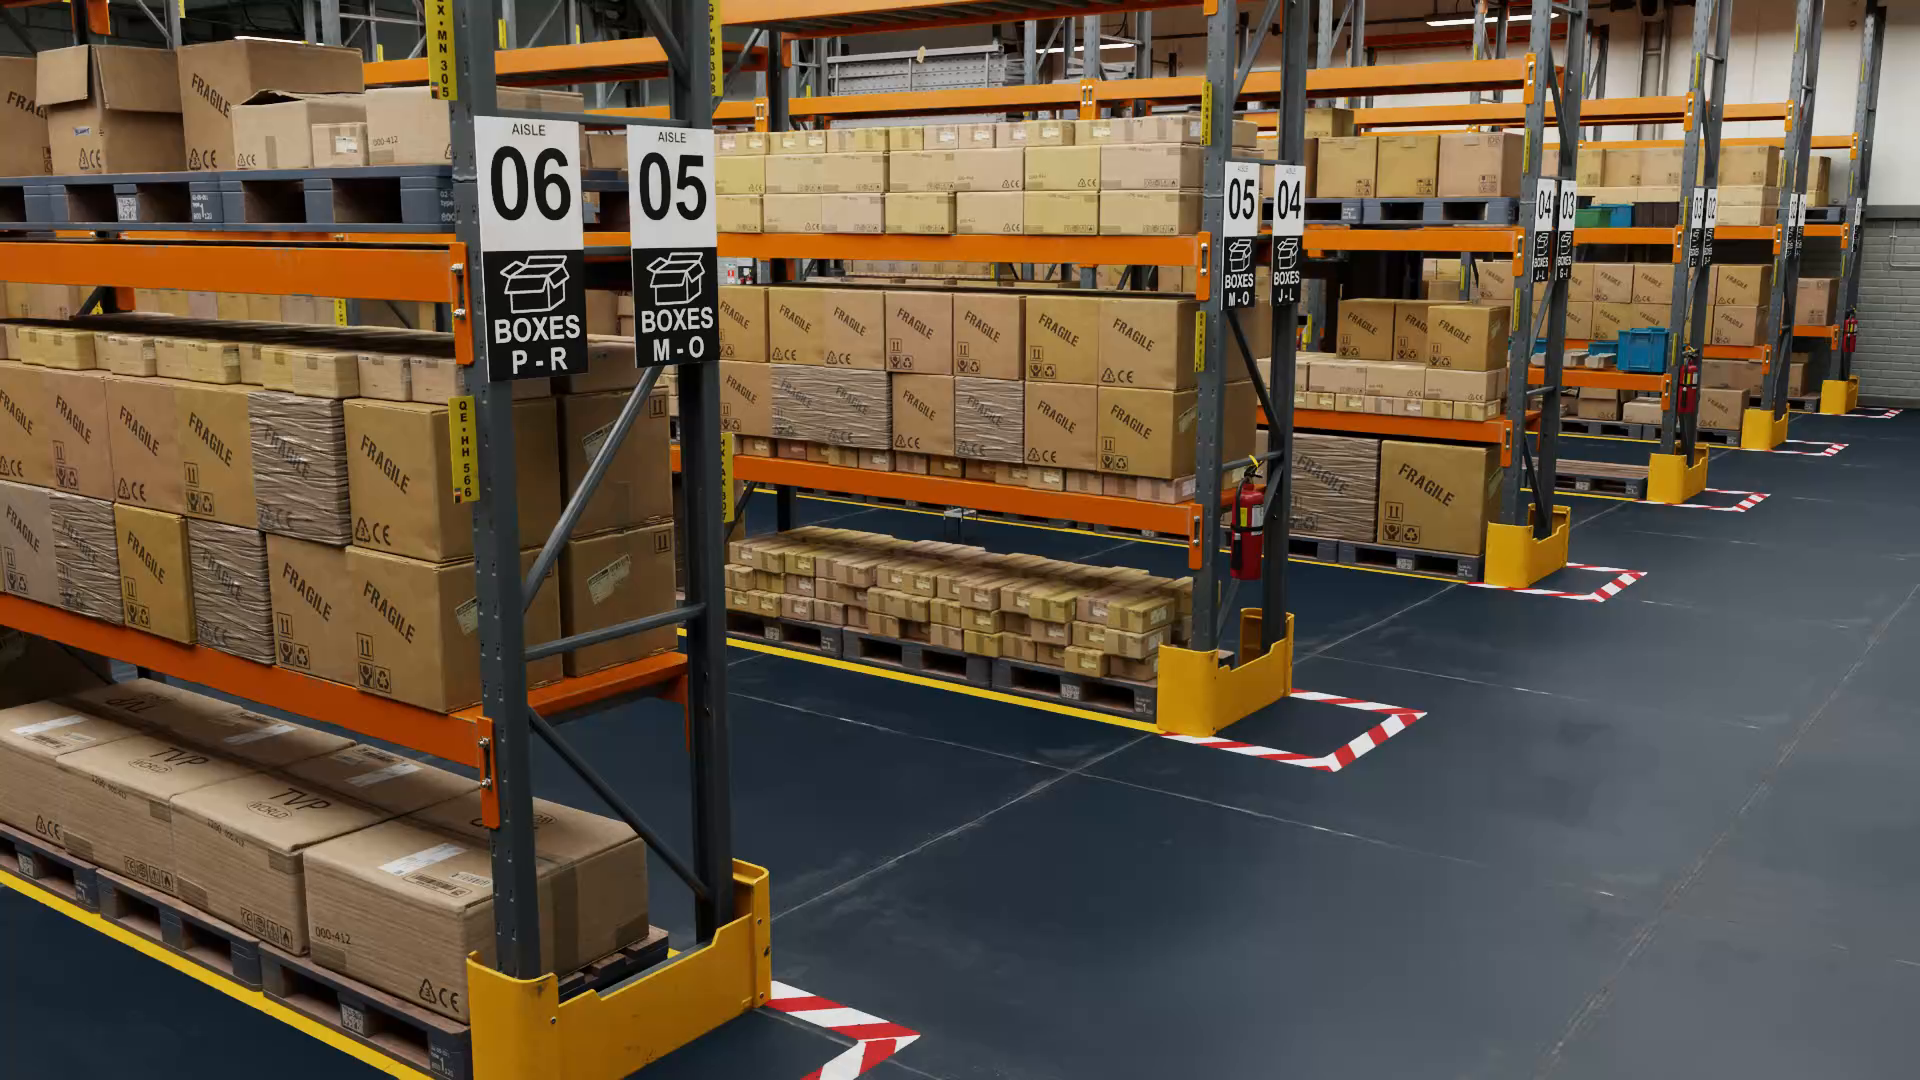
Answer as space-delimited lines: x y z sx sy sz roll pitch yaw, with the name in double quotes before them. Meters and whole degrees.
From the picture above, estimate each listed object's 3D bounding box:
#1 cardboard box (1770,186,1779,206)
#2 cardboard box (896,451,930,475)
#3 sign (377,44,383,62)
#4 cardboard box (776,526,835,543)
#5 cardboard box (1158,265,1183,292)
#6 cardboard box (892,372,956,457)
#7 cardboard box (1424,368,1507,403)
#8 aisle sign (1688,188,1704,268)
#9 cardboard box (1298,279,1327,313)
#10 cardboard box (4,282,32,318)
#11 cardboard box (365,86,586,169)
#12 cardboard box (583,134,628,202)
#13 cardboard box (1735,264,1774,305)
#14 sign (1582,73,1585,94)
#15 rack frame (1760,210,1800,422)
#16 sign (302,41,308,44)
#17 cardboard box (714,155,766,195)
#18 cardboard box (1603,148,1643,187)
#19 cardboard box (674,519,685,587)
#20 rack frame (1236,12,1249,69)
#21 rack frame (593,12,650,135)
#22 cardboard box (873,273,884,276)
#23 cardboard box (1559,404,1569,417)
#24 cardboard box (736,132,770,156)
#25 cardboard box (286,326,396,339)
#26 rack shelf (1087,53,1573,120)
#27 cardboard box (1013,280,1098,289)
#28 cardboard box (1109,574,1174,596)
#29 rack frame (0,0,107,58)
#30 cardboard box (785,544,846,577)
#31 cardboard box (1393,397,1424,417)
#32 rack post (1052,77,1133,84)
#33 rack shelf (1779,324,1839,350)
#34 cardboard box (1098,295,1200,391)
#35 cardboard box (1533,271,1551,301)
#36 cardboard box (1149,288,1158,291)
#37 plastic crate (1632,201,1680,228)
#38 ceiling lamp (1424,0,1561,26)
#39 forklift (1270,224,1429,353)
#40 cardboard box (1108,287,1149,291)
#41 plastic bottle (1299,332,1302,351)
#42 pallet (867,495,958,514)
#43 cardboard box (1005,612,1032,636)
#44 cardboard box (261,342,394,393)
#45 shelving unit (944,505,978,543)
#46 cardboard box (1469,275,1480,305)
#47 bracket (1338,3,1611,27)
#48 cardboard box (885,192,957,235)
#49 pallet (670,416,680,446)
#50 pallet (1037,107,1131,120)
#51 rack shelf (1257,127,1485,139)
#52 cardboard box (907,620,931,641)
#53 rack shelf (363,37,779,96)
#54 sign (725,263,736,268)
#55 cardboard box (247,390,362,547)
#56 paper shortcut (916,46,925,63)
"cardboard box" 10.281 -4.450 21.539 0.500 0.250 0.500 8 13 36
"cardboard box" -0.198 -0.525 10.728 0.250 0.149 0.380 9 14 38
"sign" -7.876 -6.555 22.567 0.005 0.325 0.100 8 13 36
"cardboard box" -1.126 0.008 12.147 0.250 0.149 0.380 8 14 37
"cardboard box" 4.188 -5.019 31.874 0.500 0.500 0.700 8 14 36
"cardboard box" -0.079 -0.822 10.557 0.500 0.500 0.500 9 14 38
"cardboard box" 4.127 -1.278 13.573 0.500 0.250 0.500 8 13 35
"aisle sign" 7.491 -3.174 16.914 0.004 0.787 0.394 8 13 36
"cardboard box" 5.292 -3.677 24.993 0.700 0.500 0.500 -10 15 -42
"cardboard box" -9.590 -2.628 17.699 0.500 0.550 0.875 8 13 36
"cardboard box" -1.607 -1.366 5.543 0.500 0.250 0.500 7 13 30
"cardboard box" -2.734 -2.817 12.641 0.637 0.503 0.797 8 13 35
"cardboard box" 10.340 -3.339 21.714 0.500 0.500 0.500 8 14 37
"sign" 9.935 -7.275 26.497 0.005 0.325 0.100 8 13 36
"rack frame" 10.541 -2.708 21.352 0.127 3.000 1.000 8 13 36
"sign" -8.543 -6.351 21.718 0.005 0.325 0.100 8 13 36
"cardboard box" -1.321 -2.448 11.186 0.500 0.250 0.500 9 14 37
"cardboard box" 8.951 -4.956 22.176 0.500 0.500 0.700 8 13 36
"cardboard box" -2.312 0.082 12.402 0.500 0.500 0.500 8 13 34
"rack frame" 4.093 -6.553 25.432 0.127 3.000 1.000 8 13 36
"rack frame" -5.290 -6.695 26.163 0.127 3.000 1.000 8 13 36
"cardboard box" -1.333 -4.682 29.582 0.250 0.149 0.380 7 13 34
"cardboard box" 8.231 -1.807 22.994 0.250 0.166 0.380 8 13 36
"cardboard box" -1.276 -2.629 11.072 0.250 0.149 0.380 7 13 33
"cardboard box" -2.538 -0.797 6.867 0.250 0.149 0.380 8 13 34
"rack shelf" 3.063 -3.813 14.214 4.000 0.370 1.077 8 13 36
"cardboard box" 0.931 -2.254 16.100 0.637 0.503 0.797 8 13 34
"cardboard box" 1.143 0.334 10.462 0.250 0.149 0.380 8 14 37
"rack frame" -4.415 -3.070 7.428 0.127 3.000 1.000 8 13 36
"cardboard box" -0.992 0.139 11.469 0.250 0.149 0.380 8 13 35
"cardboard box" 3.780 -1.116 13.783 0.250 0.149 0.380 8 14 36
"rack post" 1.767 -5.683 21.133 0.937 0.300 0.954 8 13 36
"rack shelf" 11.858 -3.339 26.505 4.000 0.370 1.077 8 13 36
"cardboard box" 1.141 -1.144 9.585 0.500 0.500 0.500 8 13 34
"cardboard box" 7.947 -3.544 22.776 0.500 0.500 0.500 7 13 34
"cardboard box" 3.547 -4.838 32.703 0.500 0.250 0.500 8 14 36
"plastic crate" 7.461 -3.445 17.607 0.590 0.269 0.497 8 13 36
"ceiling lamp" 7.913 -9.392 24.739 2.000 3.185 0.800 8 13 36
"forklift" 3.747 -1.768 16.673 3.031 2.935 1.130 10 15 42
"cardboard box" 2.731 -3.843 26.954 0.500 0.500 0.500 7 13 33
"plastic bottle" 4.232 -2.464 20.399 0.133 0.283 0.061 8 13 36
"pallet" -0.203 -0.485 17.202 1.213 0.211 1.003 8 13 36
"cardboard box" 0.487 0.483 10.471 0.250 0.149 0.380 8 13 35
"cardboard box" -2.254 -0.619 5.948 0.250 0.149 0.380 8 14 37
"shelving unit" 0.007 -0.441 15.160 0.210 0.900 0.258 8 13 36
"cardboard box" 8.908 -4.249 28.216 0.500 0.500 0.500 8 14 36
"bracket" 8.688 -8.967 28.432 4.783 0.066 0.076 8 13 36
"cardboard box" -0.113 -2.025 10.316 0.500 0.250 0.500 9 14 38
"pallet" -2.097 -0.908 12.551 1.213 0.211 1.003 8 13 36
"pallet" 1.722 -5.420 21.126 1.003 0.211 1.213 8 13 36
"rack shelf" 5.705 -5.779 24.376 4.000 0.370 1.077 8 13 36
"cardboard box" -0.137 0.547 10.925 0.250 0.149 0.380 8 14 37
"rack shelf" -3.179 -3.515 12.672 4.000 0.370 1.077 8 13 36
"sign" -5.541 -6.632 40.143 0.331 0.109 0.001 8 13 36
"cardboard box" -2.159 -0.287 5.941 0.500 0.500 0.500 8 14 36
"paper shortcut" -0.398 -5.037 17.230 0.078 0.170 0.009 38 38 19
